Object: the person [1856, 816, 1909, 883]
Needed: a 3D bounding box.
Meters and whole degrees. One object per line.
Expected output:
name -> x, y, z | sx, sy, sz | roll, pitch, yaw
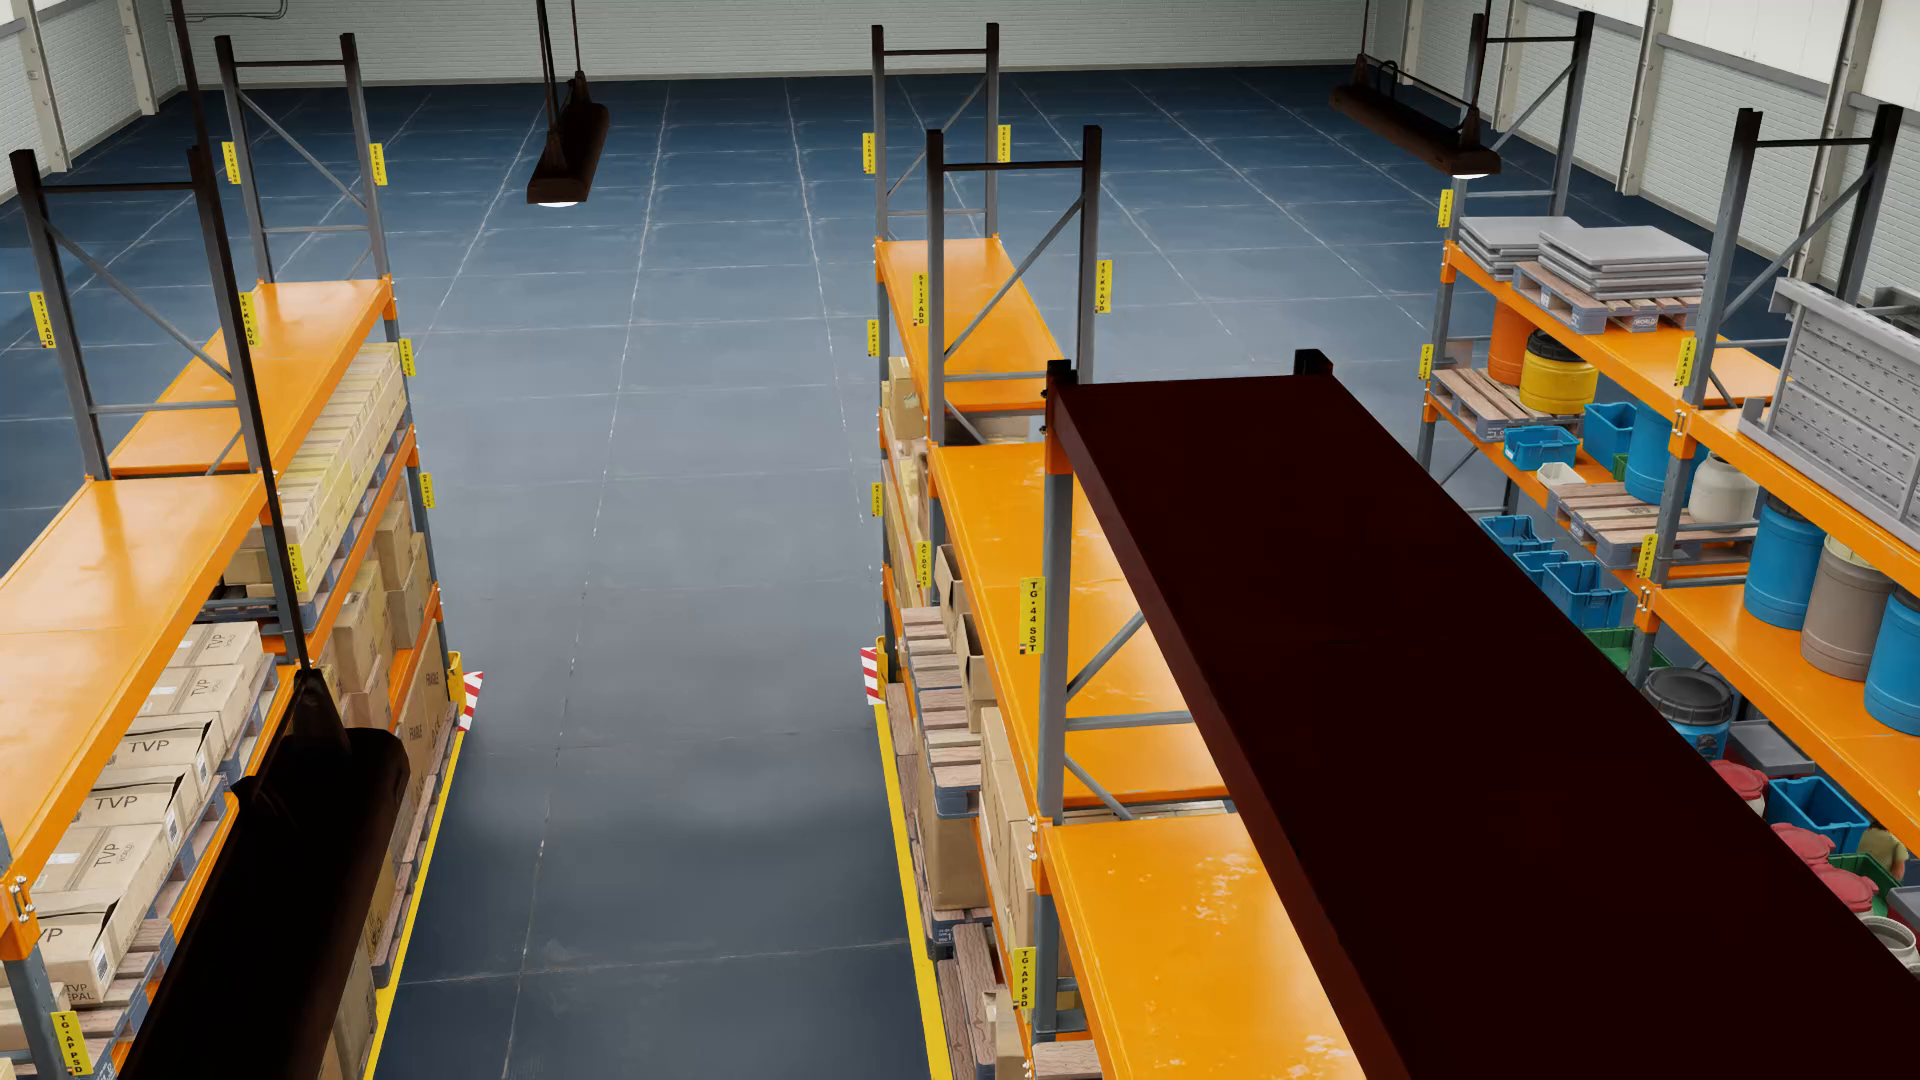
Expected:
person -> 6.256, 2.406, 11.564 | 0.502, 1.704, 0.409 | 7, 26, 15
